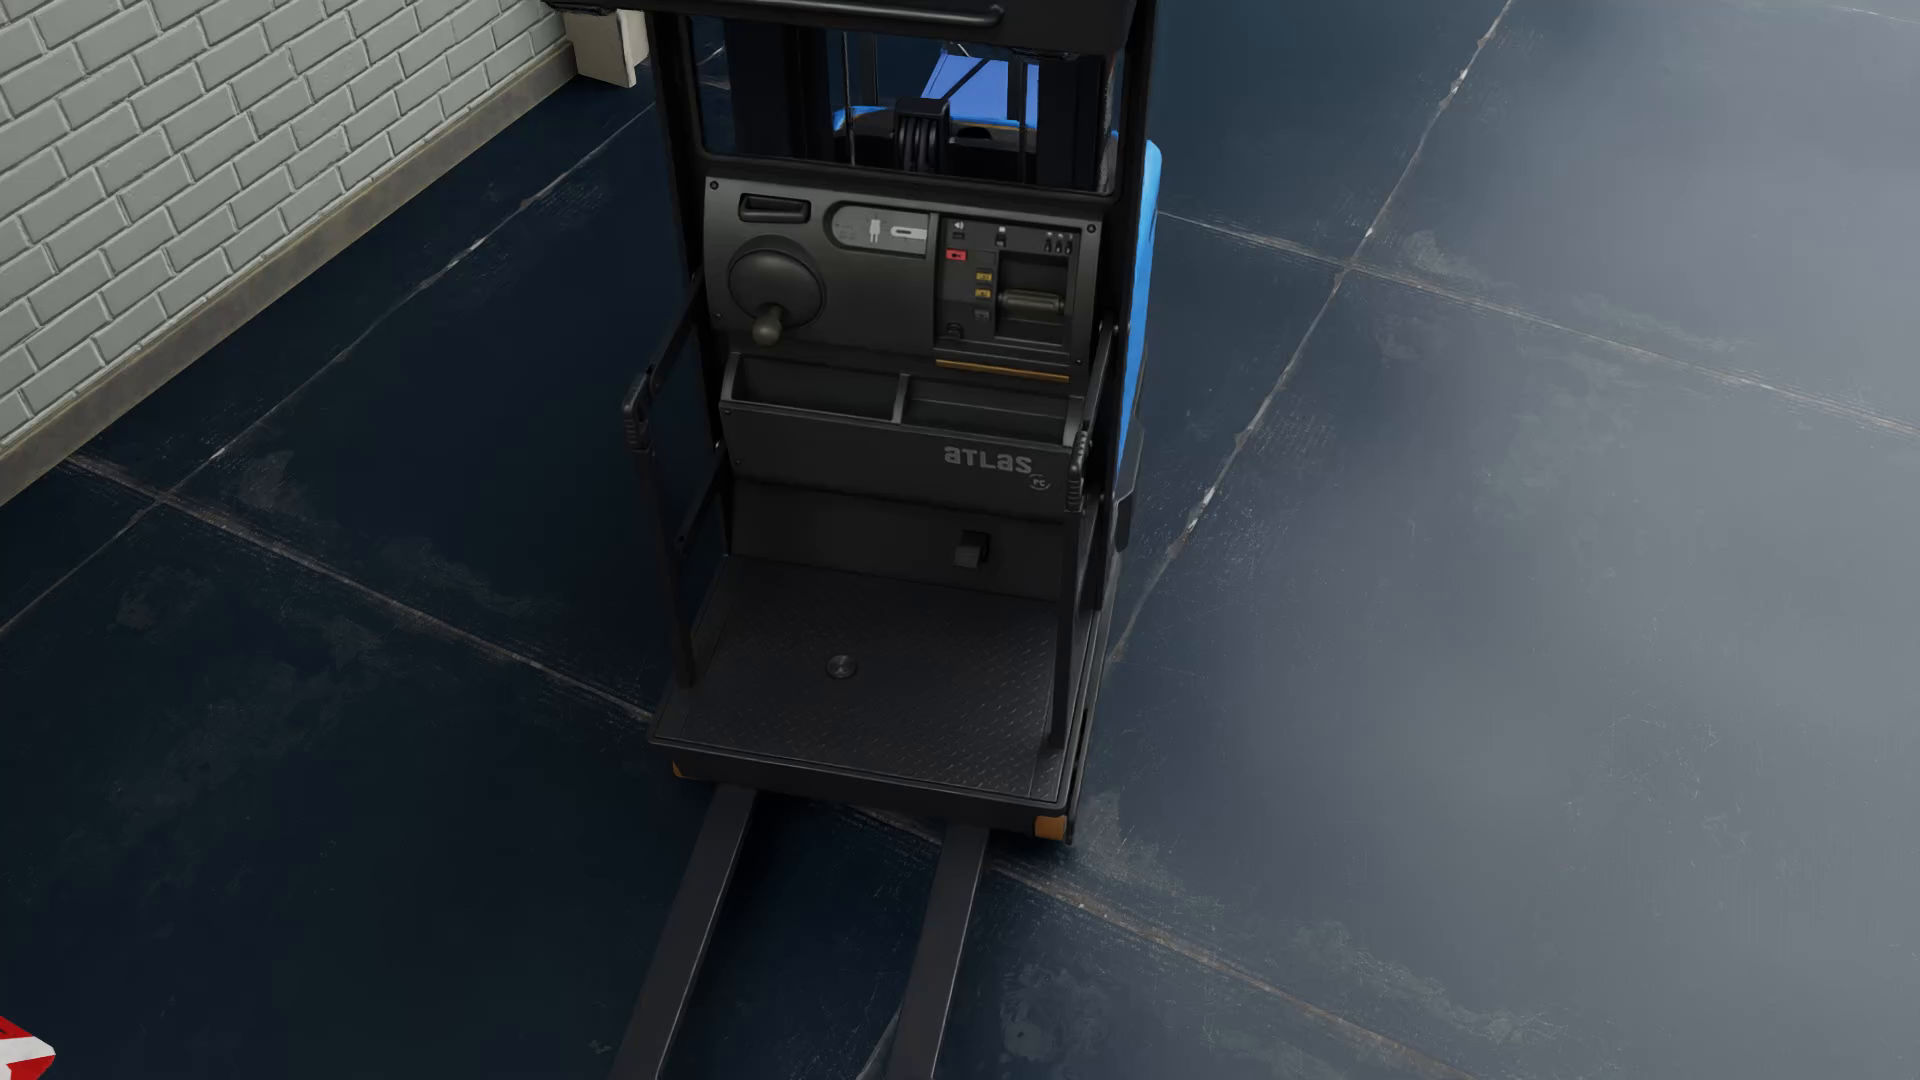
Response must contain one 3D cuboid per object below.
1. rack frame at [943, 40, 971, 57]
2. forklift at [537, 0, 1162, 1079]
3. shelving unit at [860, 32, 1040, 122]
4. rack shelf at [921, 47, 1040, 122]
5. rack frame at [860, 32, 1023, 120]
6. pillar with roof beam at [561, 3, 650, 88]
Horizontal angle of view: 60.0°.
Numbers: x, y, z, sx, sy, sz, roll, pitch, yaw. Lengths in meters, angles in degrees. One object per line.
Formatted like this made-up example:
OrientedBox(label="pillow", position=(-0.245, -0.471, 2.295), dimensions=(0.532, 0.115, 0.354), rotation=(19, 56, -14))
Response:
OrientedBox(label="rack frame", position=(0.185, -1.838, 6.012), dimensions=(0.500, 1.500, 0.032), rotation=(10, 46, 10))
OrientedBox(label="forklift", position=(-0.182, -0.521, 3.705), dimensions=(1.130, 2.935, 3.031), rotation=(8, 46, 8))
OrientedBox(label="shelving unit", position=(0.065, -1.486, 5.664), dimensions=(0.538, 1.500, 1.048), rotation=(10, 46, 10))
OrientedBox(label="rack shelf", position=(0.065, -1.360, 5.792), dimensions=(0.538, 0.185, 1.000), rotation=(10, 46, 10))
OrientedBox(label="rack frame", position=(-0.055, -1.135, 5.317), dimensions=(0.500, 1.500, 0.032), rotation=(10, 46, 10))
OrientedBox(label="pillar with roof beam", position=(2.342, -3.867, 2.745), dimensions=(9.100, 9.000, 0.400), rotation=(20, 49, 19))
